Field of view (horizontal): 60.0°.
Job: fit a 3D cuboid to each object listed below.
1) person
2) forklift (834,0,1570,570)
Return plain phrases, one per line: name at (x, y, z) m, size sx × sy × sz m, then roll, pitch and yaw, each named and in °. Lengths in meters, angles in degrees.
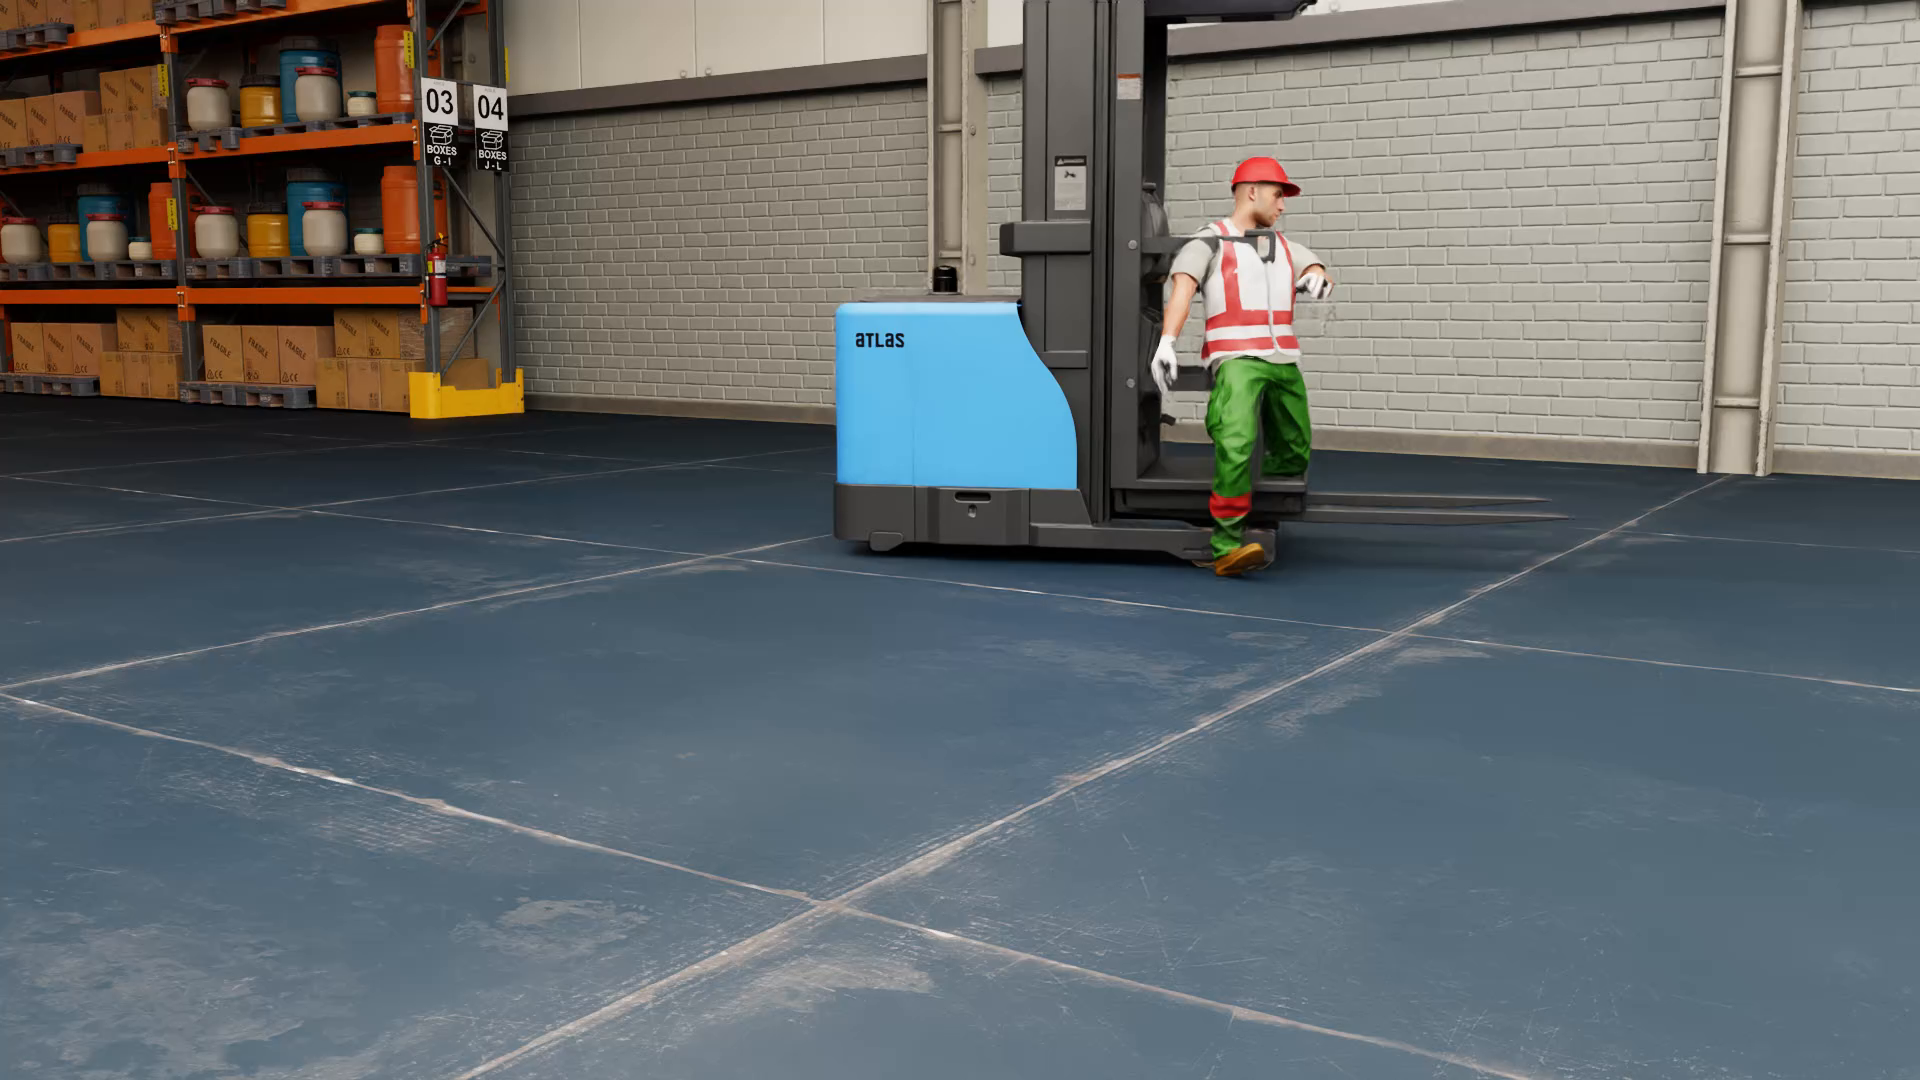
person at (1.122, -0.689, 6.625) m, size 0.797 × 1.672 × 0.882 m, roll -5°, pitch 10°, yaw -32°
forklift at (1.028, -1.410, 7.105) m, size 3.031 × 2.935 × 1.130 m, roll 2°, pitch 8°, yaw 12°
